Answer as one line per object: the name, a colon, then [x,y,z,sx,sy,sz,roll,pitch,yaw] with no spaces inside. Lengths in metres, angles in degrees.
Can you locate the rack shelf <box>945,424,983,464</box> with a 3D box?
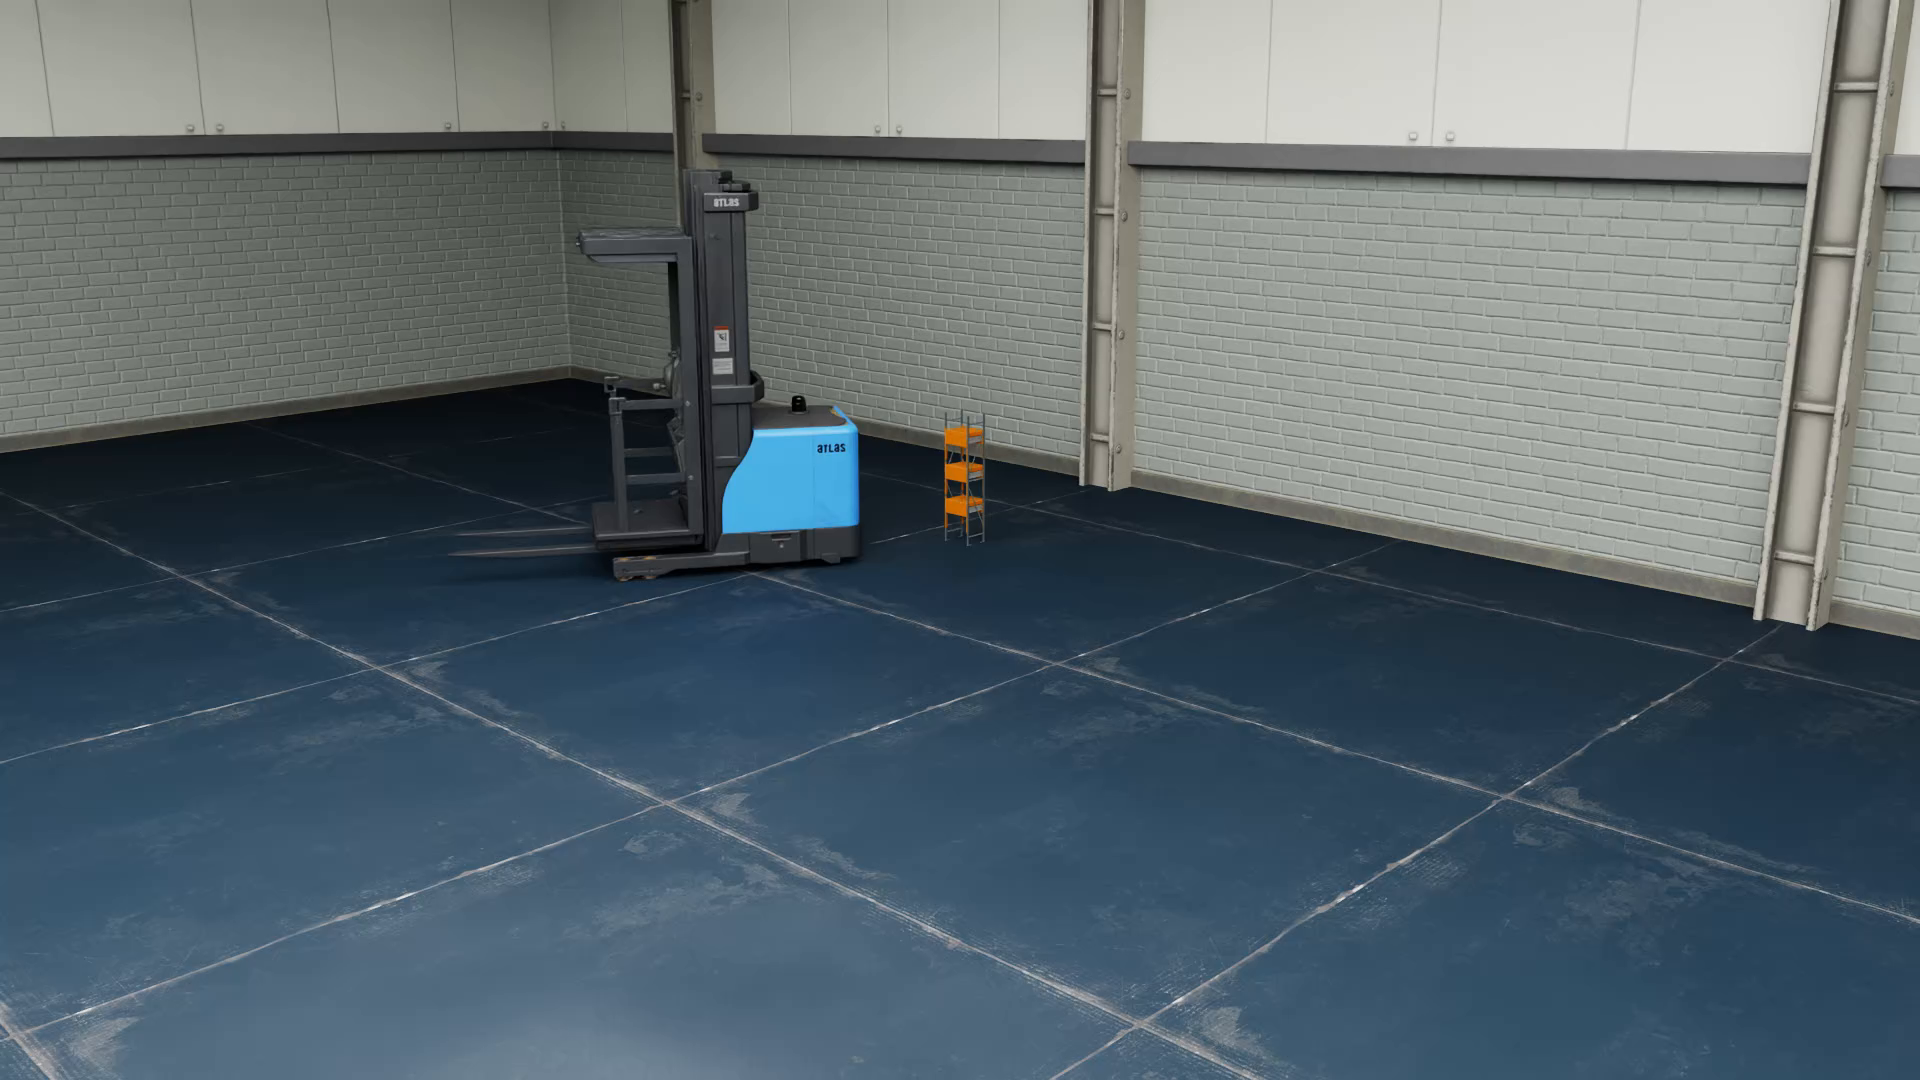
rack shelf: [0.039,-0.763,13.195,0.240,0.259,0.215,14,20,42]

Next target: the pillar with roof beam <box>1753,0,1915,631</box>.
pillar with roof beam: [2.679,-3.028,7.207,0.400,9.000,9.100,14,20,42]

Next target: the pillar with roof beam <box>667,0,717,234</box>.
pillar with roof beam: [-5.960,-5.128,15.267,0.400,9.000,9.100,14,20,42]

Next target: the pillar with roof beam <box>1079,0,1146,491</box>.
pillar with roof beam: [-1.641,-4.078,11.237,0.400,9.000,9.100,14,20,42]

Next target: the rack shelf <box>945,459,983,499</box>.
rack shelf: [0.039,-0.488,13.266,0.240,0.259,0.215,14,20,42]

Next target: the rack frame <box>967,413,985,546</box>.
rack frame: [0.126,-0.477,13.182,0.008,1.050,0.200,14,20,42]

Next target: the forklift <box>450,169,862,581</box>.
forklift: [-2.326,-1.264,12.470,3.031,2.935,1.130,-4,15,-13]

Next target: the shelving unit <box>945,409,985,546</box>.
shelving unit: [0.039,-0.499,13.264,0.252,1.050,0.215,14,20,42]

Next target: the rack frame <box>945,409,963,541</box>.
rack frame: [-0.049,-0.520,13.346,0.008,1.050,0.200,14,20,42]

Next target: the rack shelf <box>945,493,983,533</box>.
rack shelf: [0.039,-0.219,13.336,0.240,0.259,0.215,14,20,42]
